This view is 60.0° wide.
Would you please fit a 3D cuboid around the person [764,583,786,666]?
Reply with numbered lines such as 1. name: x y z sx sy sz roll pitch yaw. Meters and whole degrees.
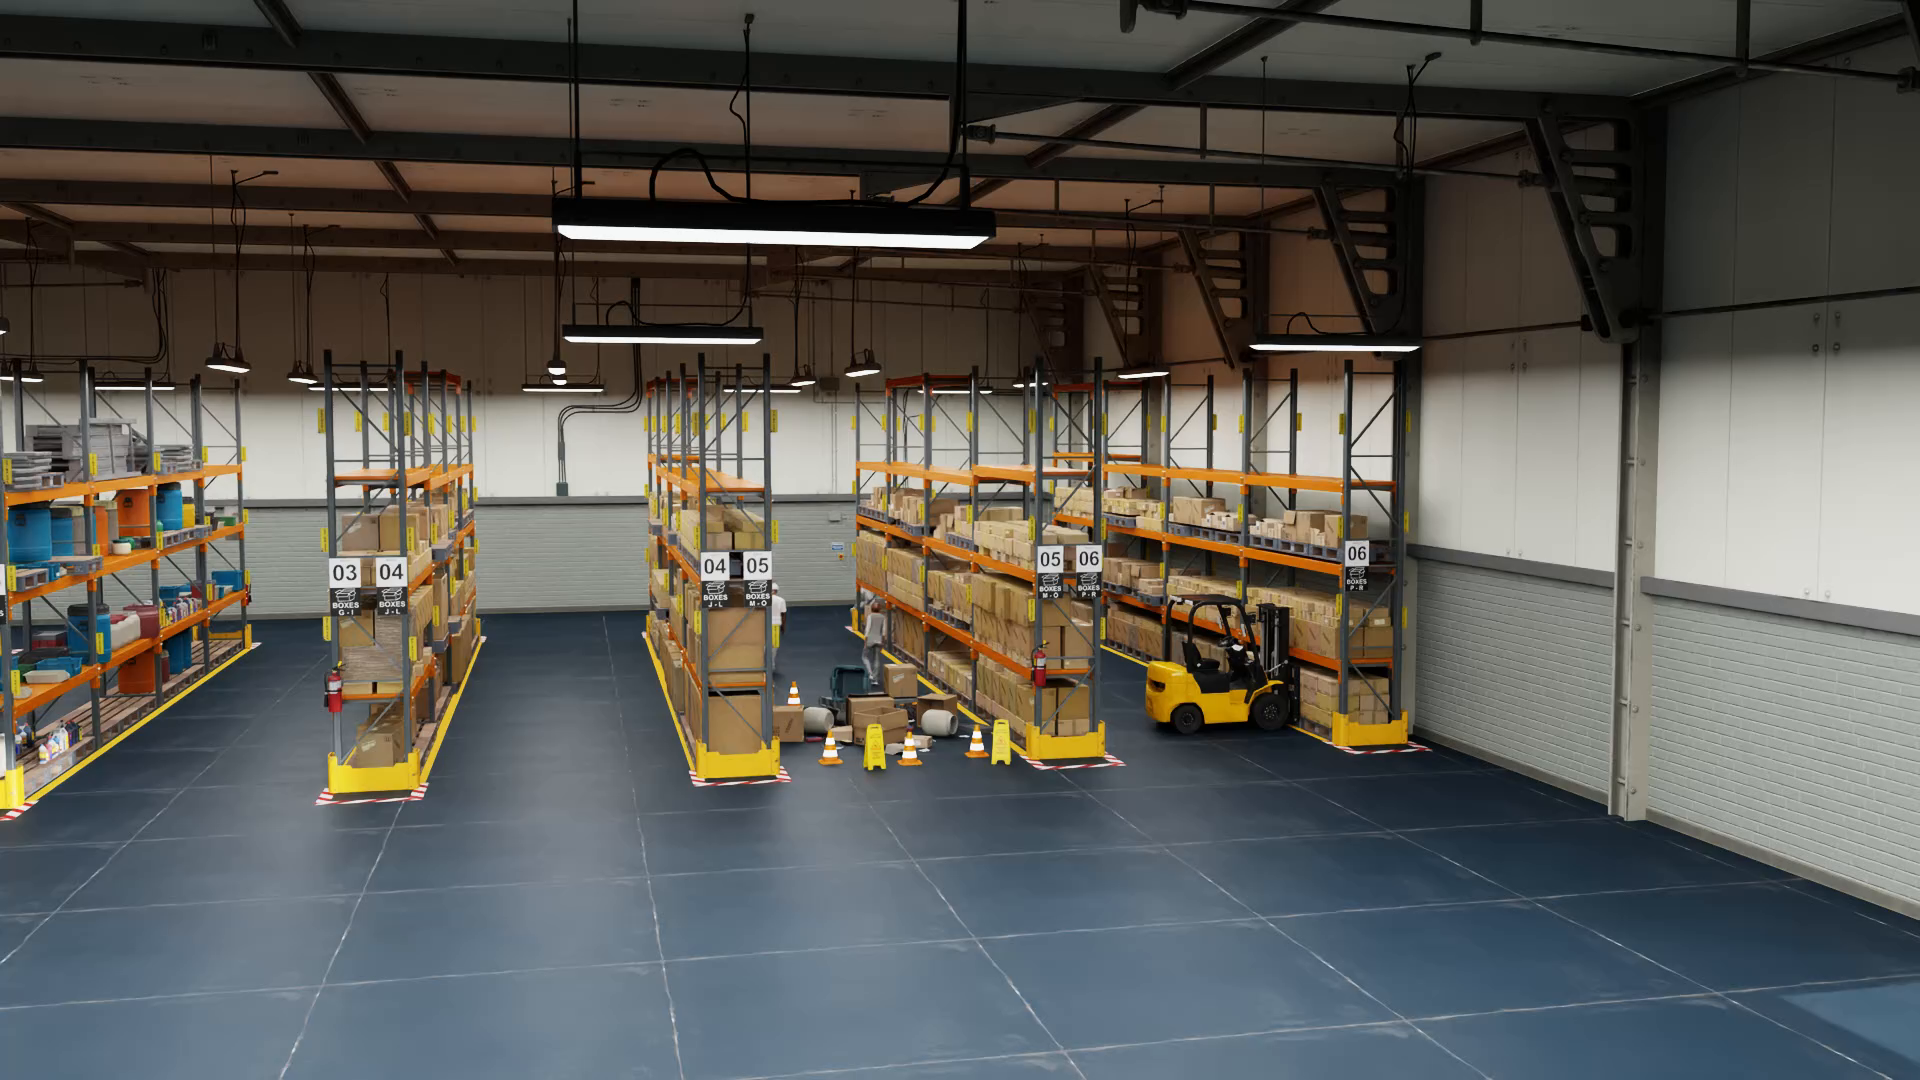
1. person: -3.852 1.721 33.940 0.603 1.702 0.446 -1 4 -9

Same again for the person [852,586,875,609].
1. person: -2.366 1.195 42.071 0.933 1.756 0.528 2 4 28

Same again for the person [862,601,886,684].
1. person: -1.655 1.977 31.917 0.484 1.598 0.362 -1 4 -20
